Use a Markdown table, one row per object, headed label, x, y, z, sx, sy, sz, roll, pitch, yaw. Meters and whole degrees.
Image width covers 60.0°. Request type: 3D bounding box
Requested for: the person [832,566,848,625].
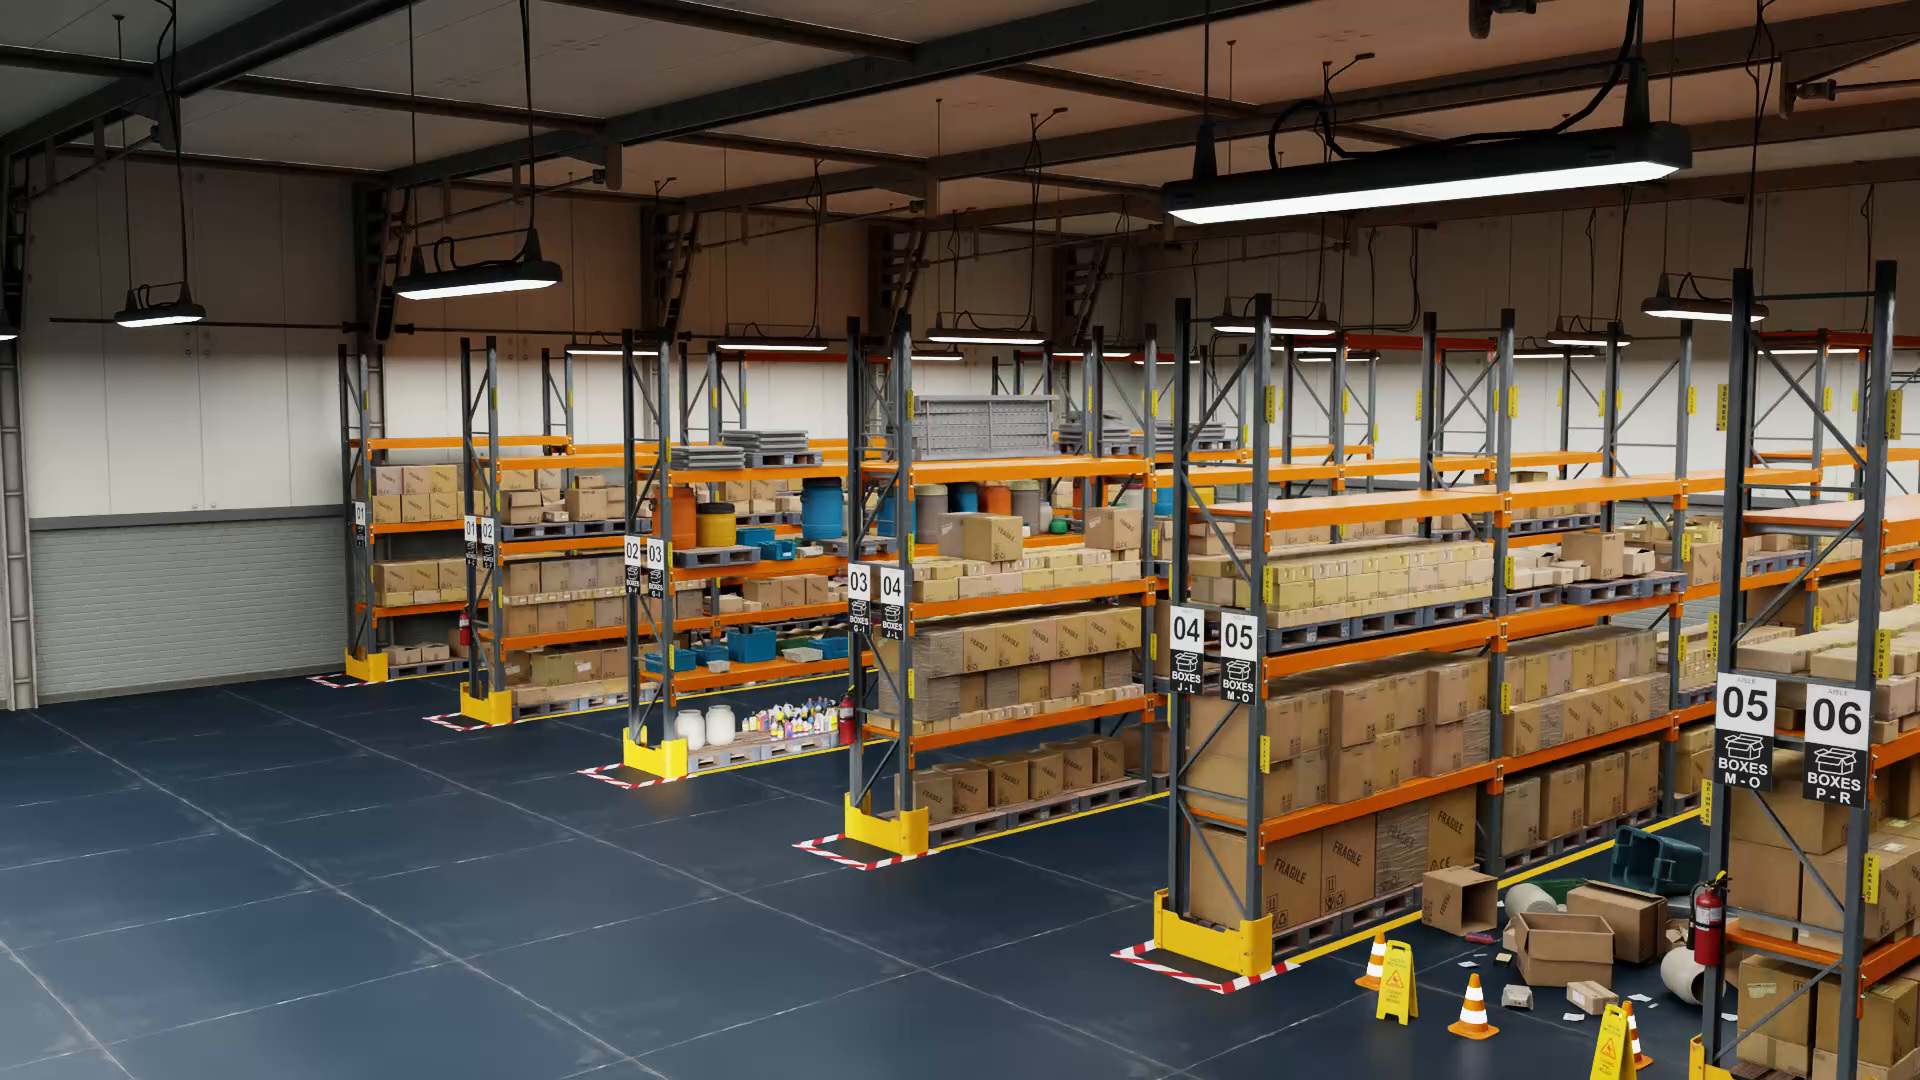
| label | x | y | z | sx | sy | sz | roll | pitch | yaw |
| --- | --- | --- | --- | --- | --- | --- | --- | --- | --- |
| person | -2.425 | 1.318 | 34.126 | 0.438 | 1.609 | 0.403 | -4 | 6 | -37 |
